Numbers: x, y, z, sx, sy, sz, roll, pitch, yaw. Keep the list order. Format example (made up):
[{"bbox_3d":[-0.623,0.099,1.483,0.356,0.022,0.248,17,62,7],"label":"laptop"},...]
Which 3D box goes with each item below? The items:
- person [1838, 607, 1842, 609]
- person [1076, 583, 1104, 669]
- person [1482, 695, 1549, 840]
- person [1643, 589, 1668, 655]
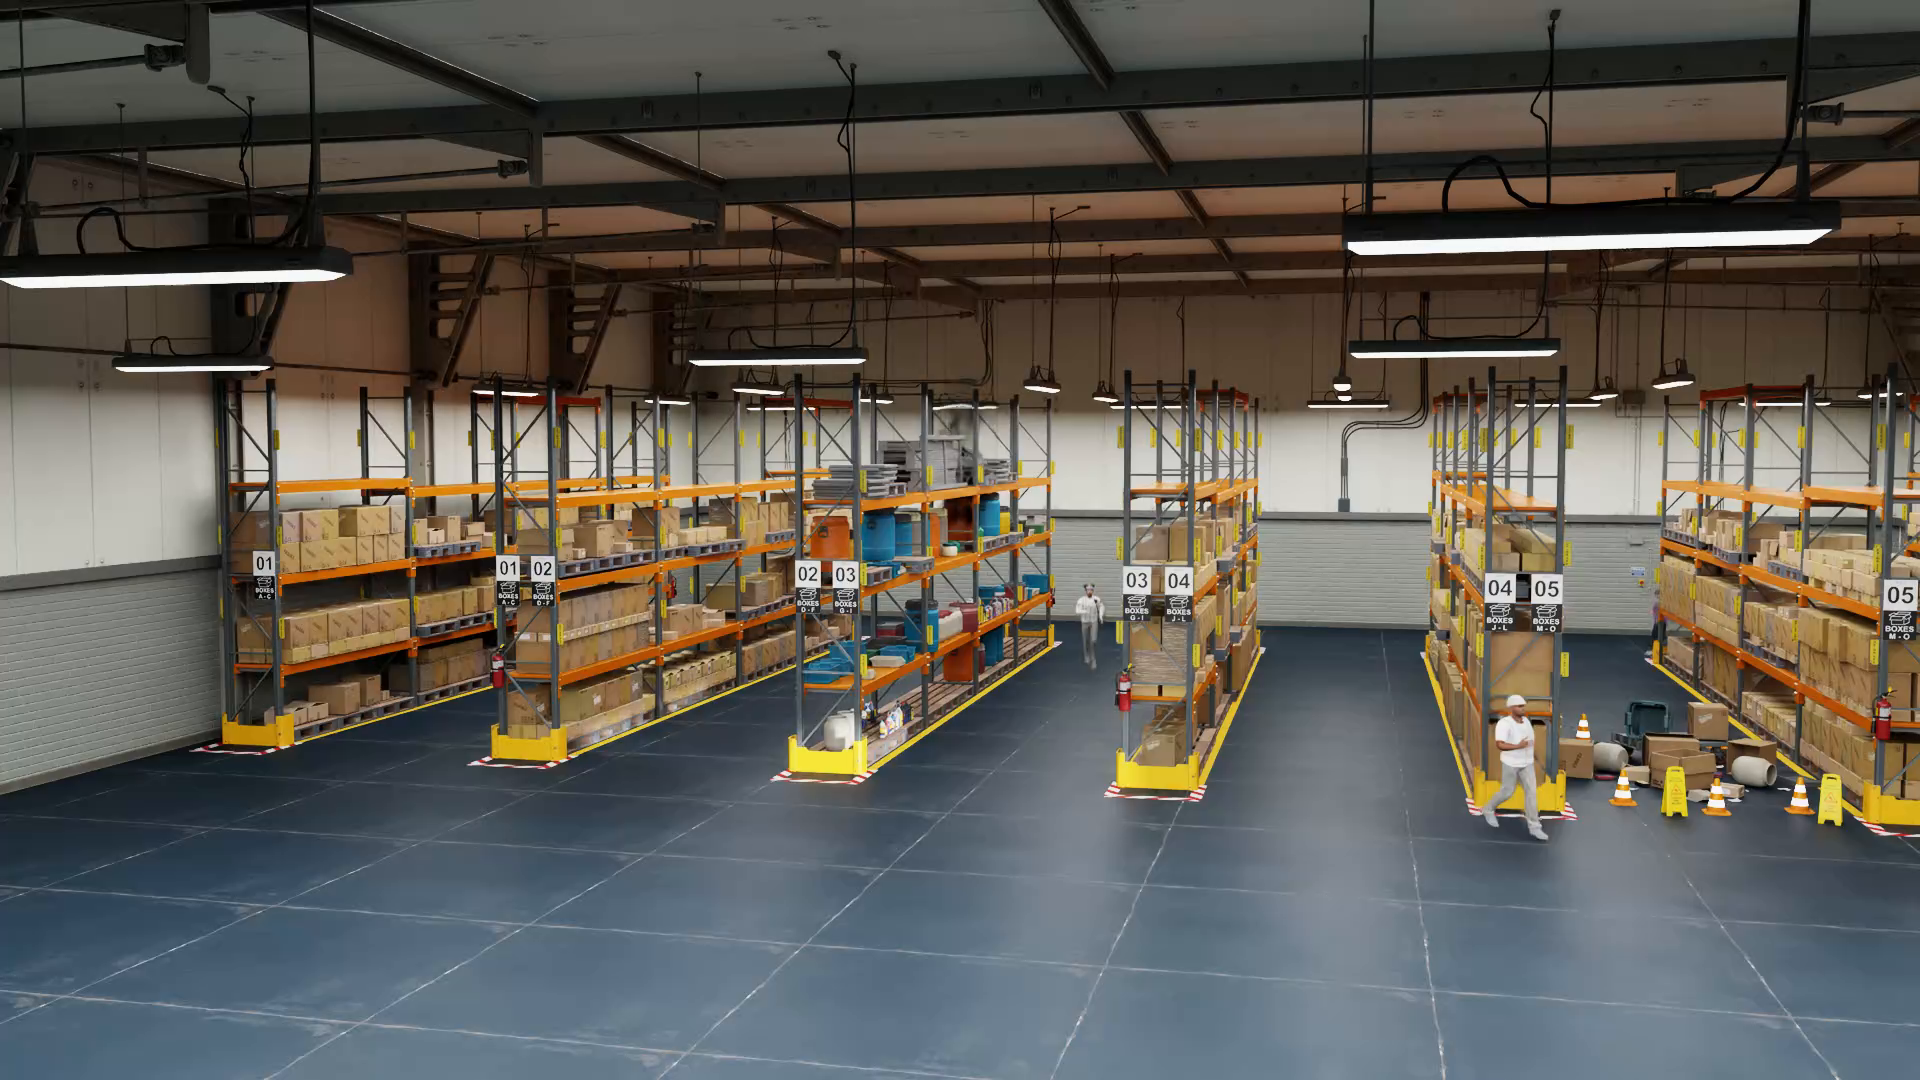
[{"bbox_3d":[17.346,2.167,32.666,0.675,1.745,0.821,0,3,5],"label":"person"},{"bbox_3d":[2.716,1.782,34.829,0.583,1.779,0.736,0,3,4],"label":"person"},{"bbox_3d":[7.033,2.830,20.993,0.697,1.758,0.971,-2,4,-26],"label":"person"},{"bbox_3d":[16.246,1.921,38.476,0.828,1.595,0.565,2,4,26],"label":"person"}]
